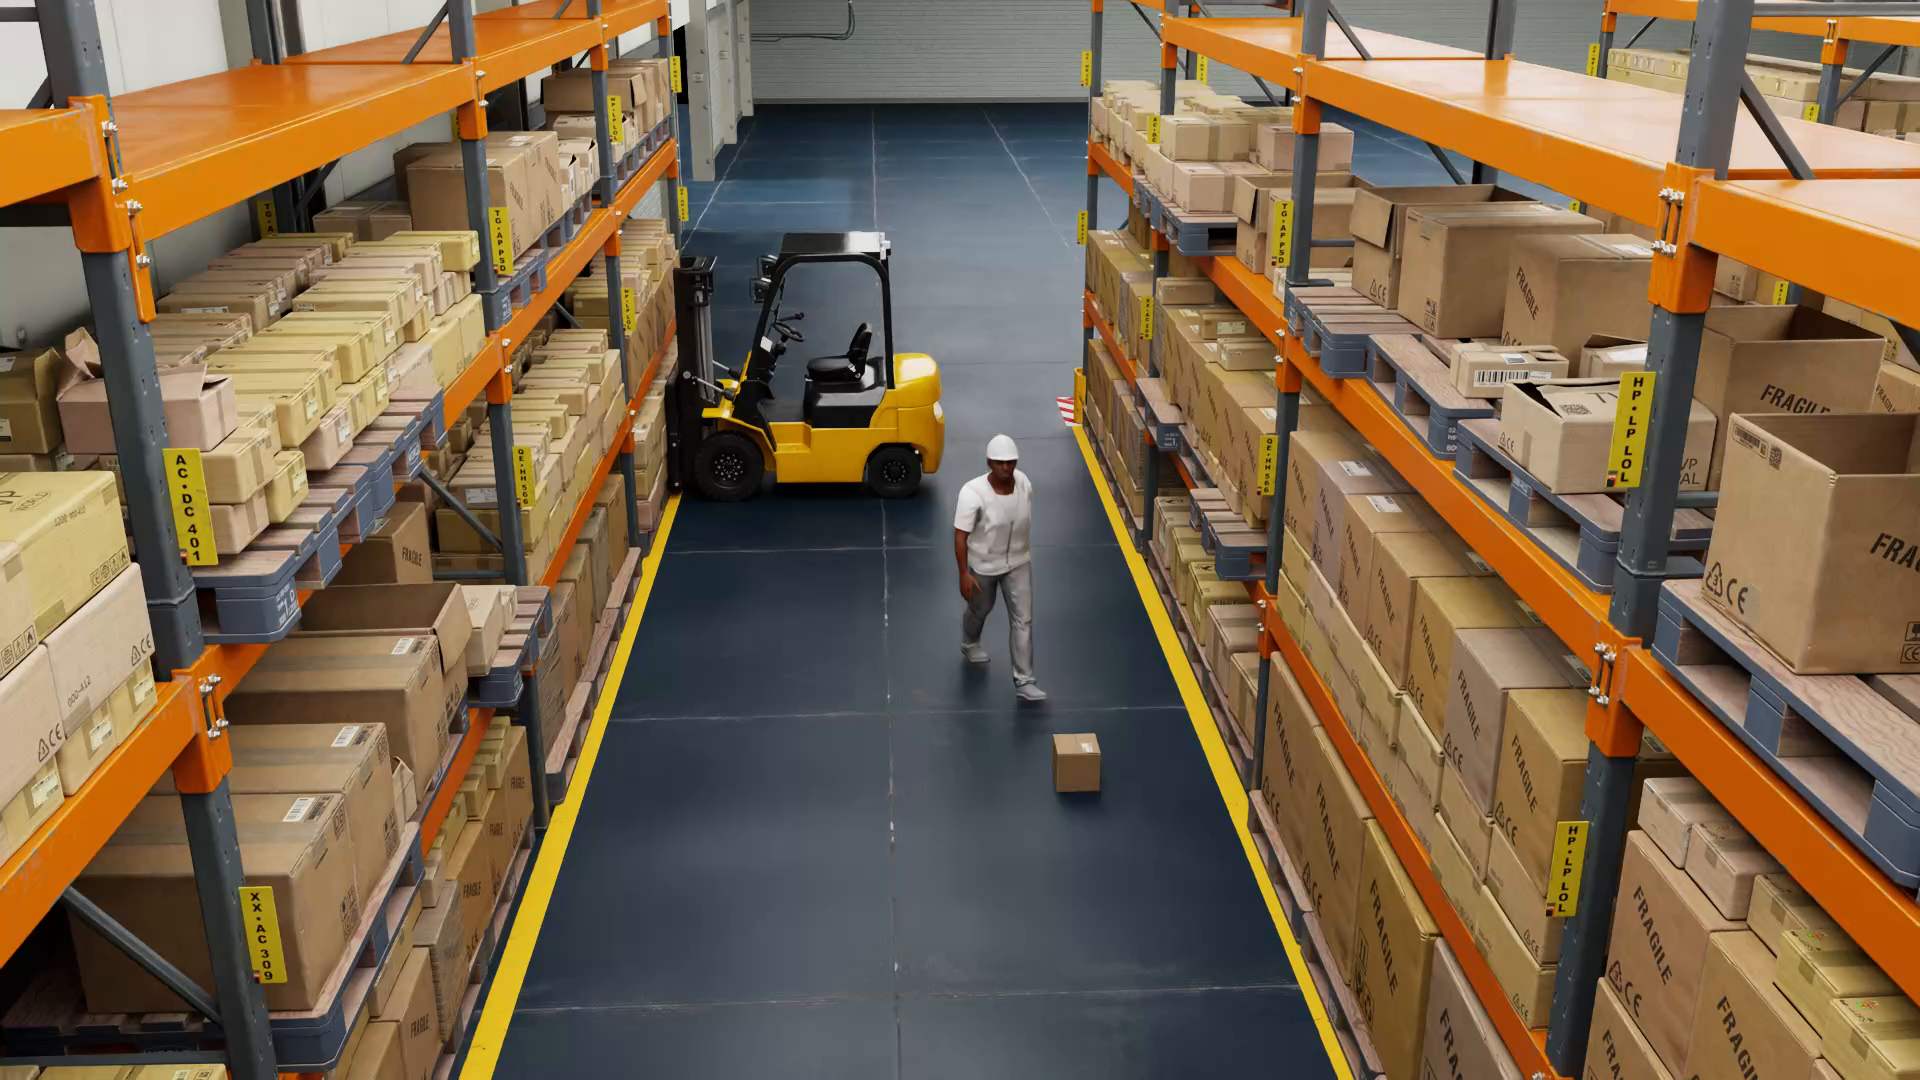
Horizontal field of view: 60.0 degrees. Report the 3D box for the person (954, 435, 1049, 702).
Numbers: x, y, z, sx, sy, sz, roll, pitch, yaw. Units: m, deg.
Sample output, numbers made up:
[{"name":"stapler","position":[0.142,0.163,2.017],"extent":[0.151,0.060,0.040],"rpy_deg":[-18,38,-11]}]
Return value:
[{"name":"person","position":[0.236,0.148,10.681],"extent":[0.593,1.717,1.037],"rpy_deg":[-7,22,-19]}]
